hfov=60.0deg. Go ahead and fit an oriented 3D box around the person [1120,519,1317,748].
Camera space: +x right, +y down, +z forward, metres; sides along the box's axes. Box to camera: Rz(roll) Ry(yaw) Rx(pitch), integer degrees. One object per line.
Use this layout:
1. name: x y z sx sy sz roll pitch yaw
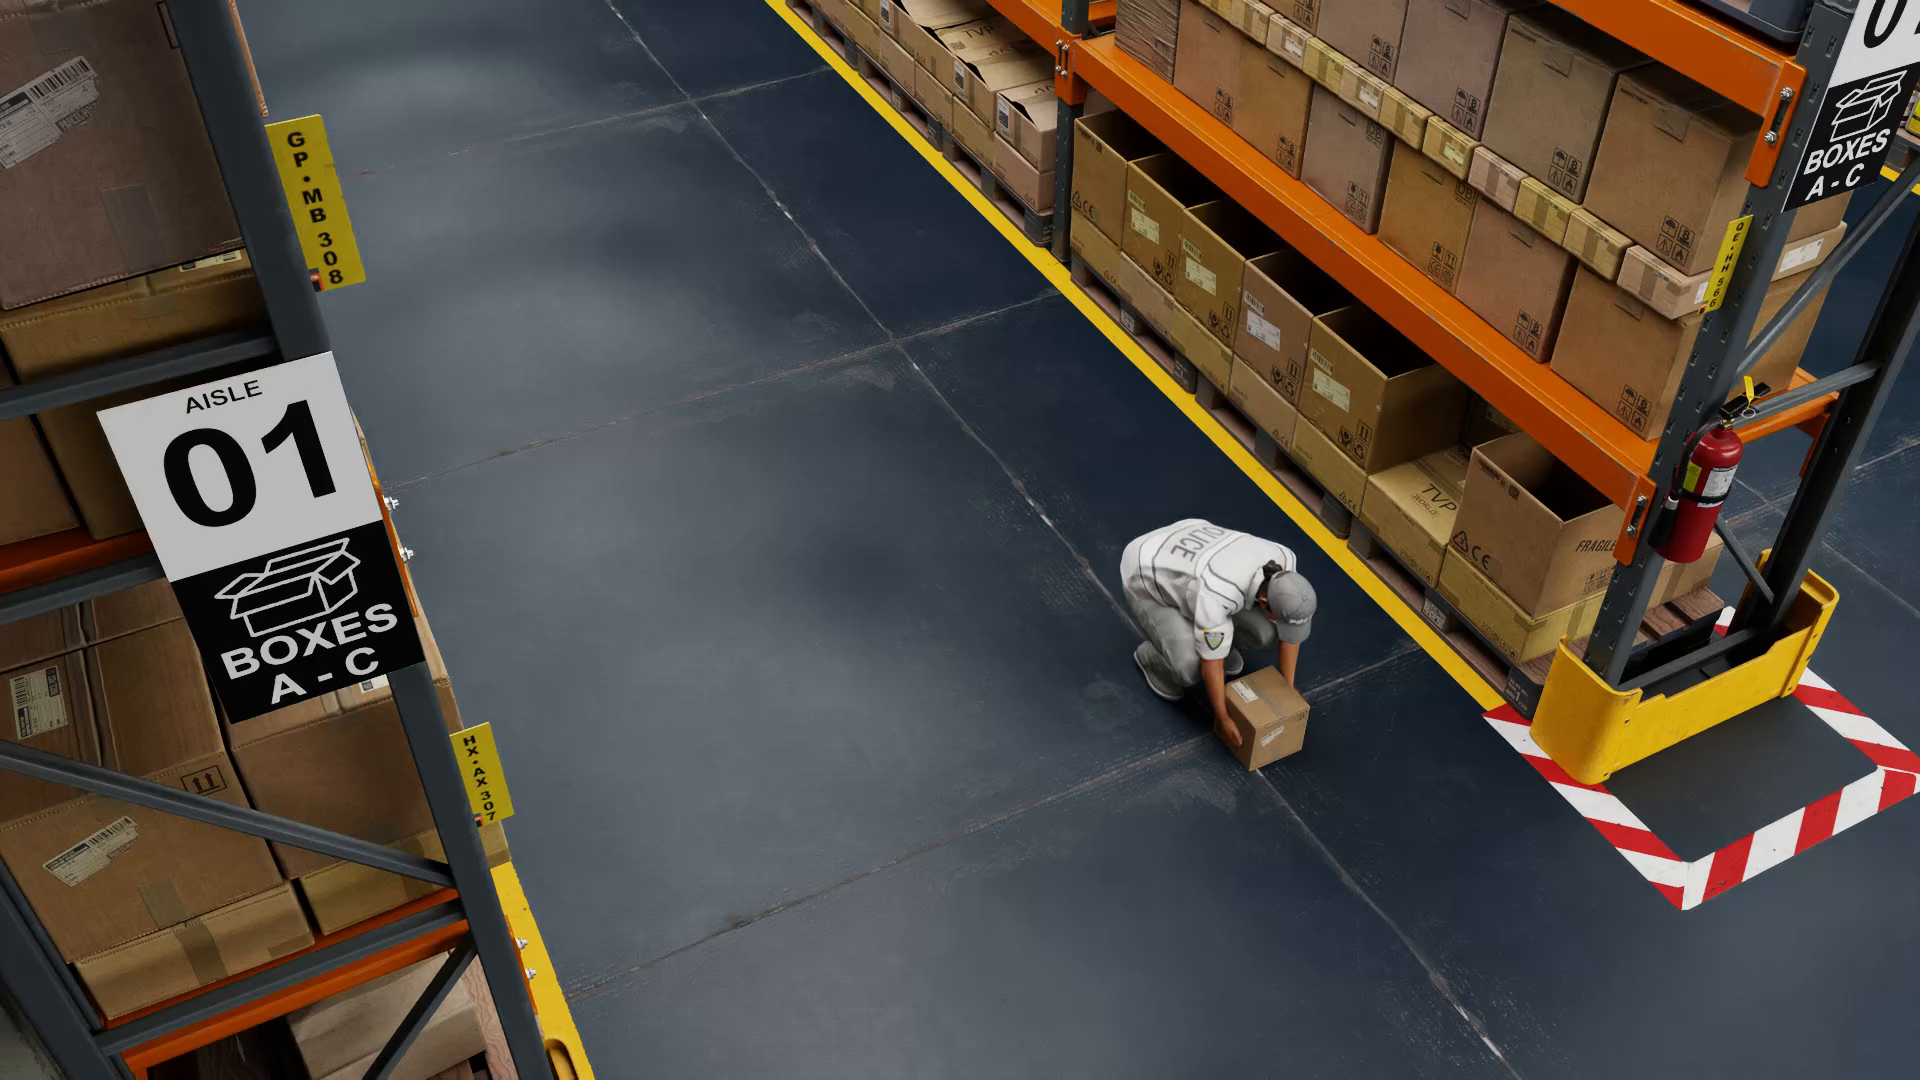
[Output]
1. person: 0.999 0.276 6.478 0.525 0.838 0.866 -20 45 -21
